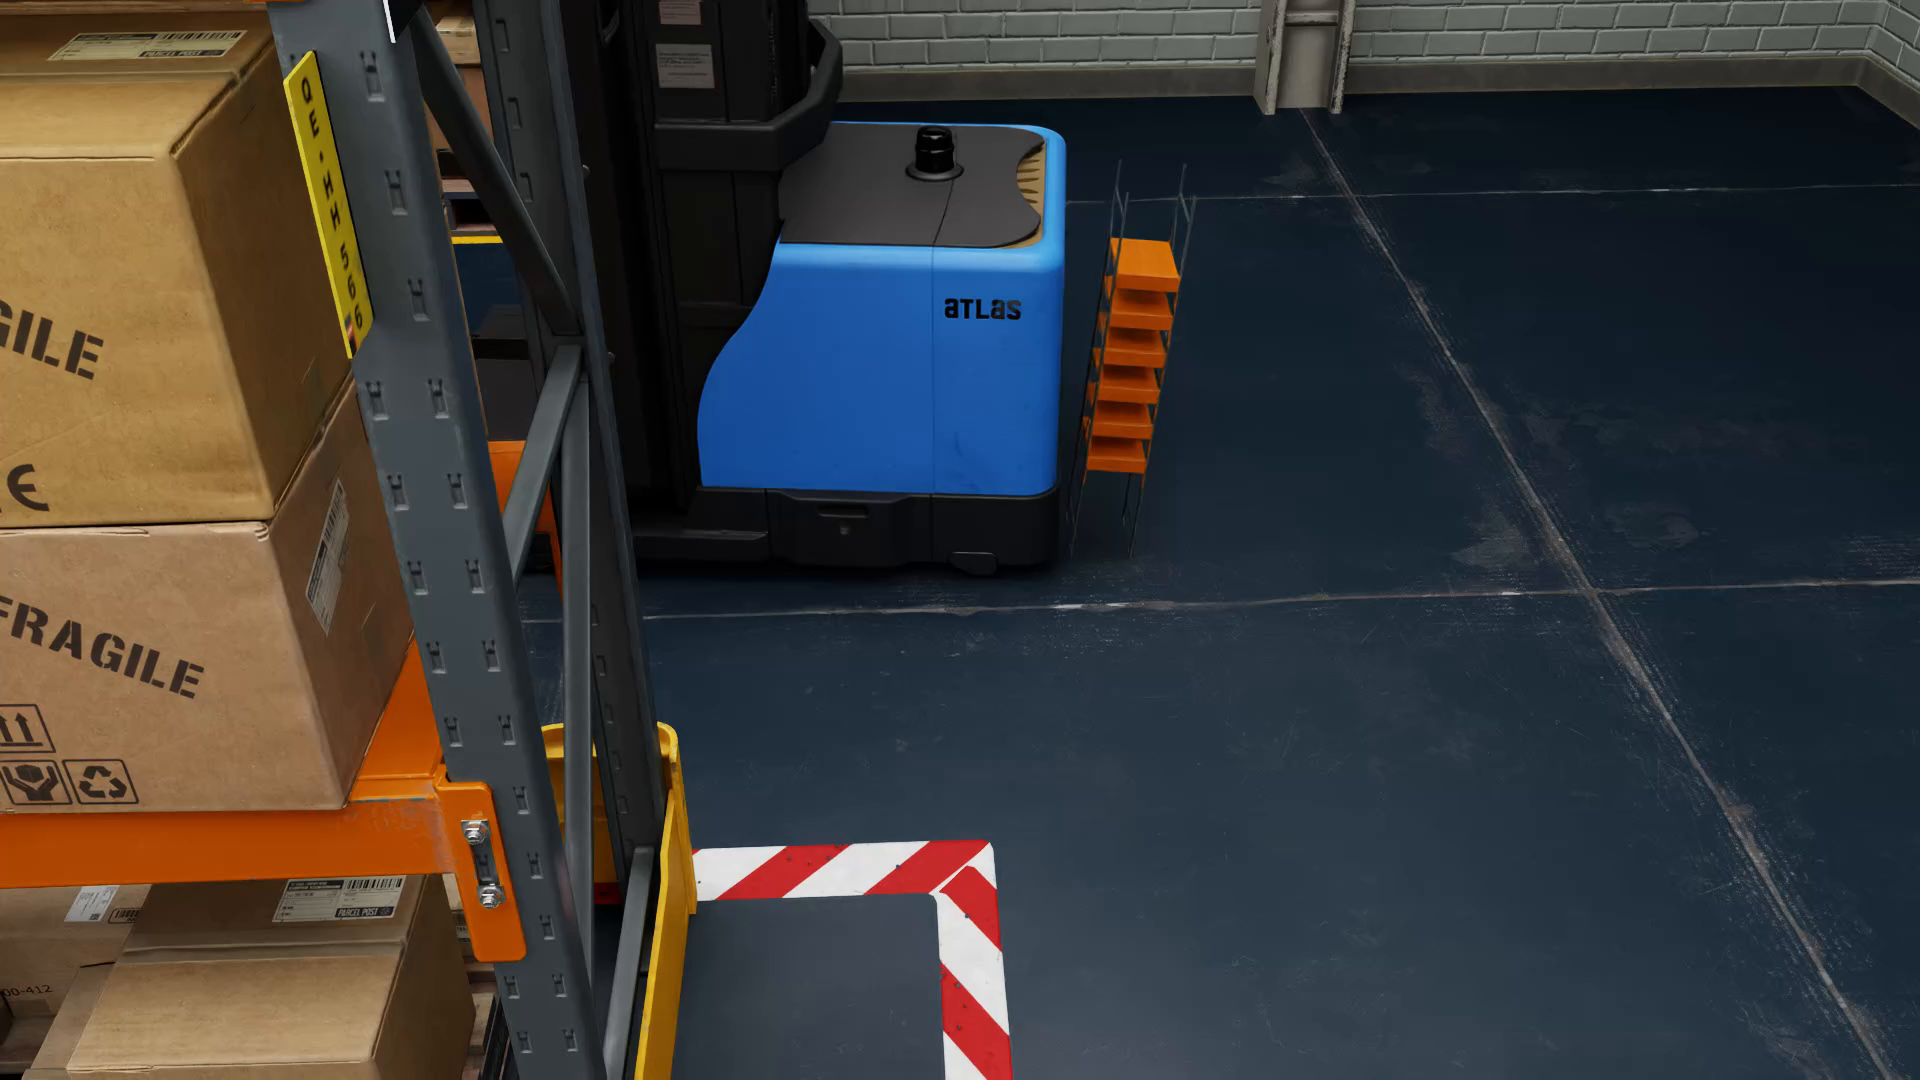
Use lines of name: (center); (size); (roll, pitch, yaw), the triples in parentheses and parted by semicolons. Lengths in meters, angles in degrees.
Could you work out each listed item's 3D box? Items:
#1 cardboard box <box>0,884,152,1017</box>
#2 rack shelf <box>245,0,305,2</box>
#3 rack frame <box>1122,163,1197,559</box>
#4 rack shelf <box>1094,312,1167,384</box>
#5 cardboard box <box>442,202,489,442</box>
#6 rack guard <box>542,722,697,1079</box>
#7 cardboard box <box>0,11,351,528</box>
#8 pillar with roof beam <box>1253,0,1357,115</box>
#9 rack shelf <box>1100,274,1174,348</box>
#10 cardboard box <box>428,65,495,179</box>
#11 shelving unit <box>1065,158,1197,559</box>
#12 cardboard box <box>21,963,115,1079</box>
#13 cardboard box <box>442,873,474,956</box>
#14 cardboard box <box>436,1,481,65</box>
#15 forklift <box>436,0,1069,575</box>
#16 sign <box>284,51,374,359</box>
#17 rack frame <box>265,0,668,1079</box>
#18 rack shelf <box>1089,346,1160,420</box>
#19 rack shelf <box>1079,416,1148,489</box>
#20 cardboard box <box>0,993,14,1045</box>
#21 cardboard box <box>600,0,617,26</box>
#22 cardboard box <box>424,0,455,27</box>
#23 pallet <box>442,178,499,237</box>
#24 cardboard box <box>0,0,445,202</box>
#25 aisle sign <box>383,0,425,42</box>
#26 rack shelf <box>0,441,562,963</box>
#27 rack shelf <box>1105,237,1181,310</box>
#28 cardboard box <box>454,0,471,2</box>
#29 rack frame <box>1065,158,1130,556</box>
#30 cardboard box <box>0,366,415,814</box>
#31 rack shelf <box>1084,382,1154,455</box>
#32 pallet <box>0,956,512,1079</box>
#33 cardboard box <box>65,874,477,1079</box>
cardboard box: (-1.761, 0.739, 3.576); (0.500, 0.250, 0.500); (-2, 35, -2)
rack shelf: (-2.703, -0.961, 1.999); (4.000, 0.370, 1.077); (-2, 35, -2)
rack frame: (0.580, -0.500, 4.921); (0.006, 1.200, 0.240); (4, 35, -4)
rack shelf: (0.495, -0.568, 4.872); (0.180, 0.103, 0.258); (4, 35, -4)
cardboard box: (-1.161, -0.257, 2.897); (0.500, 0.500, 0.500); (-1, 35, -1)
rack guard: (-0.781, 0.952, 3.434); (0.348, 0.500, 1.175); (-2, 35, -2)
cardboard box: (-1.137, -0.361, 2.170); (0.500, 0.500, 0.500); (-2, 35, -3)
pillar with roof beam: (1.916, -3.477, 2.367); (0.400, 9.000, 9.100); (-2, 35, -2)
rack shelf: (0.506, -0.666, 4.805); (0.180, 0.103, 0.258); (4, 35, -4)
cardboard box: (-2.138, -1.949, 7.258); (0.500, 0.500, 0.700); (-2, 35, -2)
shelving unit: (0.488, -0.506, 4.915); (0.189, 1.200, 0.258); (4, 35, -4)
cardboard box: (-1.645, 1.021, 3.242); (0.250, 0.166, 0.380); (-2, 35, -2)
cardboard box: (-1.140, 0.730, 3.678); (0.250, 0.149, 0.380); (-2, 35, -2)
cardboard box: (-2.013, -2.115, 6.927); (0.250, 0.149, 0.380); (-1, 35, -1)
forklift: (-1.188, -1.414, 4.718); (3.031, 2.935, 1.130); (2, 35, 3)
sign: (-0.699, -0.368, 1.850); (0.005, 0.325, 0.100); (-2, 35, -2)
rack frame: (-0.705, -0.077, 2.726); (0.127, 3.000, 1.000); (-2, 35, -2)
rack shelf: (0.484, -0.469, 4.940); (0.180, 0.103, 0.258); (4, 35, -4)
rack shelf: (0.463, -0.273, 5.076); (0.180, 0.103, 0.258); (4, 35, -4)
cardboard box: (-2.187, 1.035, 3.148); (0.500, 0.250, 0.500); (-2, 35, -2)
cardboard box: (-1.523, -2.346, 7.262); (0.250, 0.149, 0.380); (-1, 35, -2)
cardboard box: (-2.278, -2.326, 7.232); (0.250, 0.149, 0.380); (-1, 35, -2)
pallet: (-1.738, -1.681, 7.493); (1.213, 0.211, 1.003); (-2, 35, -2)
cardboard box: (-1.161, -0.668, 2.612); (0.500, 0.500, 0.500); (-1, 35, -1)
aisle sign: (-0.623, -0.974, 1.737); (0.004, 0.787, 0.394); (-2, 35, -2)
rack shelf: (-2.703, 0.272, 2.853); (4.000, 0.370, 1.077); (-2, 35, -2)
rack shelf: (0.517, -0.765, 4.737); (0.180, 0.103, 0.258); (4, 35, -4)
cardboard box: (-2.028, -2.332, 7.241); (0.250, 0.149, 0.380); (-1, 35, -2)
rack frame: (0.397, -0.512, 4.909); (0.006, 1.200, 0.240); (4, 35, -4)
cardboard box: (-1.140, 0.048, 2.457); (0.500, 0.500, 0.500); (-1, 35, -1)
rack shelf: (0.474, -0.371, 5.008); (0.180, 0.103, 0.258); (4, 35, -4)
pallet: (-1.577, 1.093, 3.485); (1.213, 0.211, 1.003); (-2, 35, -2)
cardboard box: (-1.237, 0.924, 3.089); (0.500, 0.500, 0.500); (-2, 35, -2)
